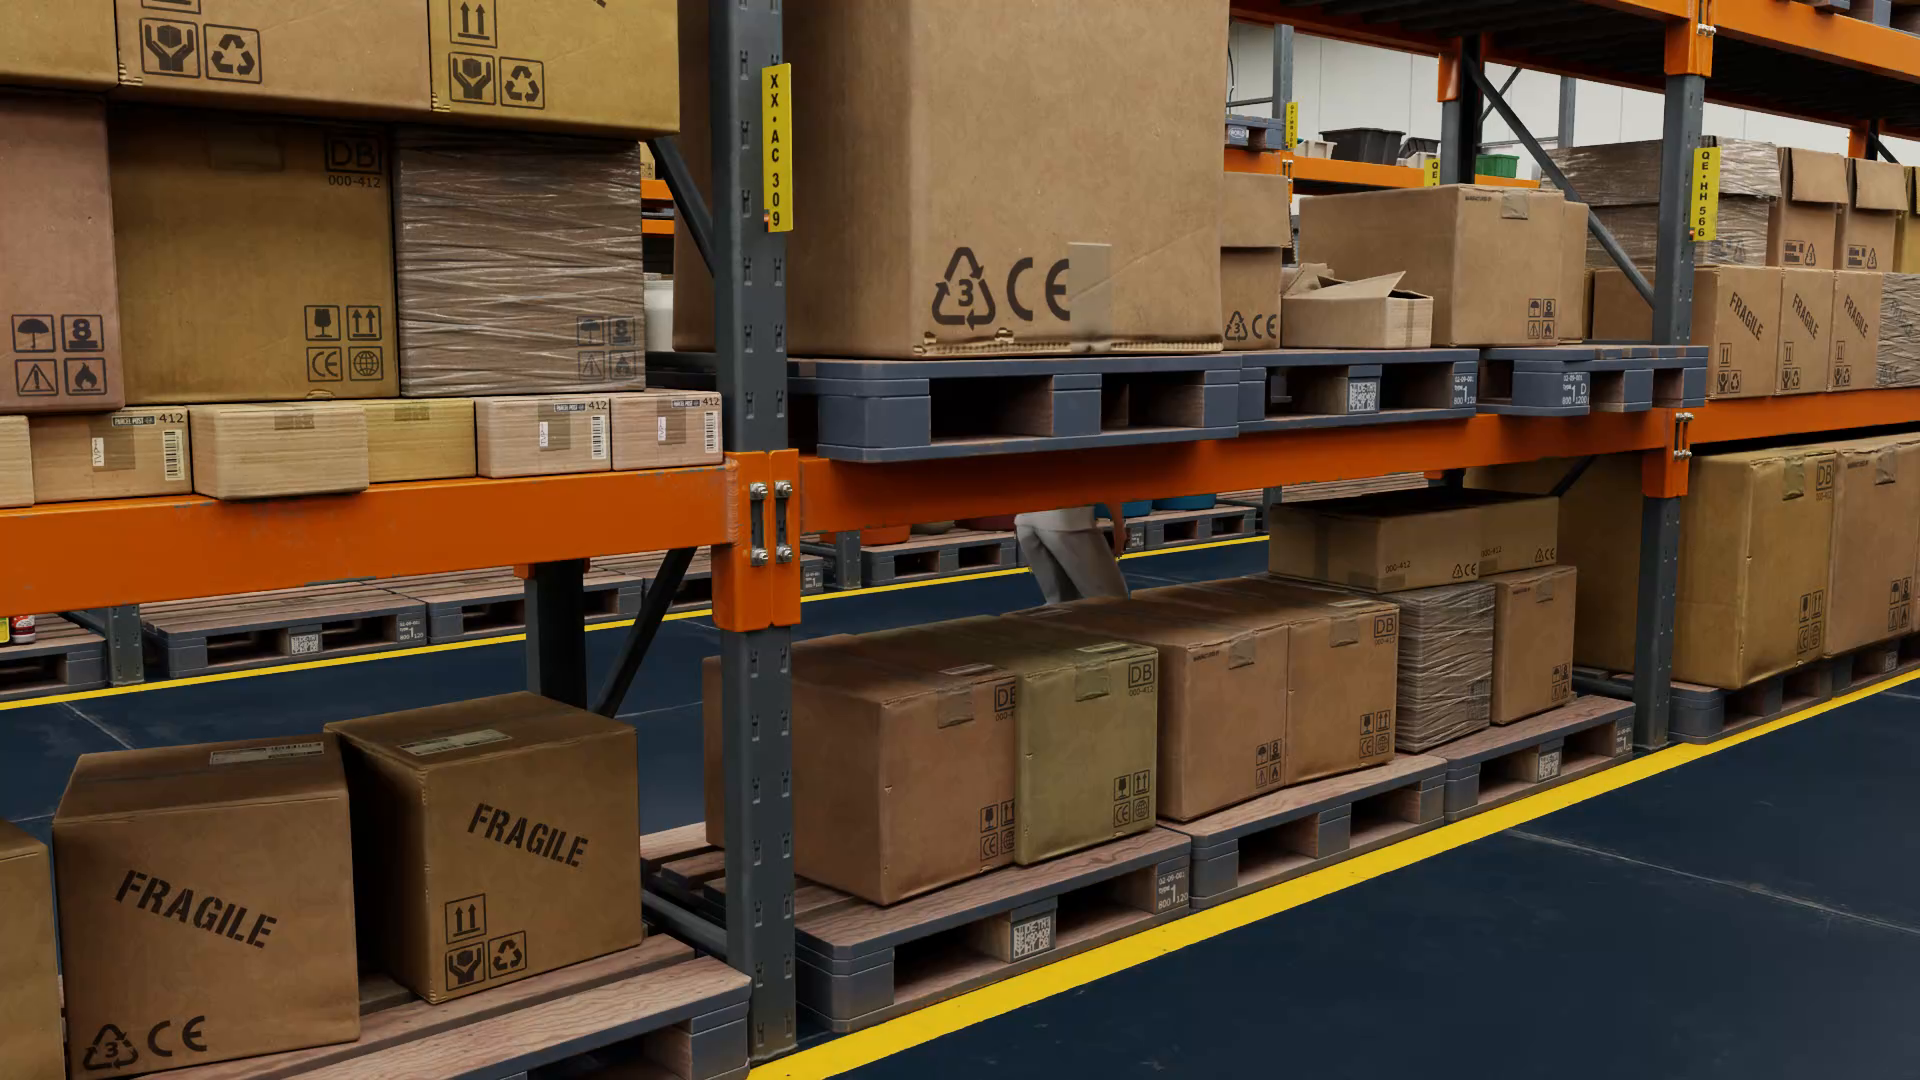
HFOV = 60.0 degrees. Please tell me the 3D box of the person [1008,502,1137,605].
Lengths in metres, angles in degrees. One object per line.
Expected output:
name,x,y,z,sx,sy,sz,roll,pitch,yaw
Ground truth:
person,0.451,-0.009,6.685,0.575,1.469,0.488,-6,10,-40
